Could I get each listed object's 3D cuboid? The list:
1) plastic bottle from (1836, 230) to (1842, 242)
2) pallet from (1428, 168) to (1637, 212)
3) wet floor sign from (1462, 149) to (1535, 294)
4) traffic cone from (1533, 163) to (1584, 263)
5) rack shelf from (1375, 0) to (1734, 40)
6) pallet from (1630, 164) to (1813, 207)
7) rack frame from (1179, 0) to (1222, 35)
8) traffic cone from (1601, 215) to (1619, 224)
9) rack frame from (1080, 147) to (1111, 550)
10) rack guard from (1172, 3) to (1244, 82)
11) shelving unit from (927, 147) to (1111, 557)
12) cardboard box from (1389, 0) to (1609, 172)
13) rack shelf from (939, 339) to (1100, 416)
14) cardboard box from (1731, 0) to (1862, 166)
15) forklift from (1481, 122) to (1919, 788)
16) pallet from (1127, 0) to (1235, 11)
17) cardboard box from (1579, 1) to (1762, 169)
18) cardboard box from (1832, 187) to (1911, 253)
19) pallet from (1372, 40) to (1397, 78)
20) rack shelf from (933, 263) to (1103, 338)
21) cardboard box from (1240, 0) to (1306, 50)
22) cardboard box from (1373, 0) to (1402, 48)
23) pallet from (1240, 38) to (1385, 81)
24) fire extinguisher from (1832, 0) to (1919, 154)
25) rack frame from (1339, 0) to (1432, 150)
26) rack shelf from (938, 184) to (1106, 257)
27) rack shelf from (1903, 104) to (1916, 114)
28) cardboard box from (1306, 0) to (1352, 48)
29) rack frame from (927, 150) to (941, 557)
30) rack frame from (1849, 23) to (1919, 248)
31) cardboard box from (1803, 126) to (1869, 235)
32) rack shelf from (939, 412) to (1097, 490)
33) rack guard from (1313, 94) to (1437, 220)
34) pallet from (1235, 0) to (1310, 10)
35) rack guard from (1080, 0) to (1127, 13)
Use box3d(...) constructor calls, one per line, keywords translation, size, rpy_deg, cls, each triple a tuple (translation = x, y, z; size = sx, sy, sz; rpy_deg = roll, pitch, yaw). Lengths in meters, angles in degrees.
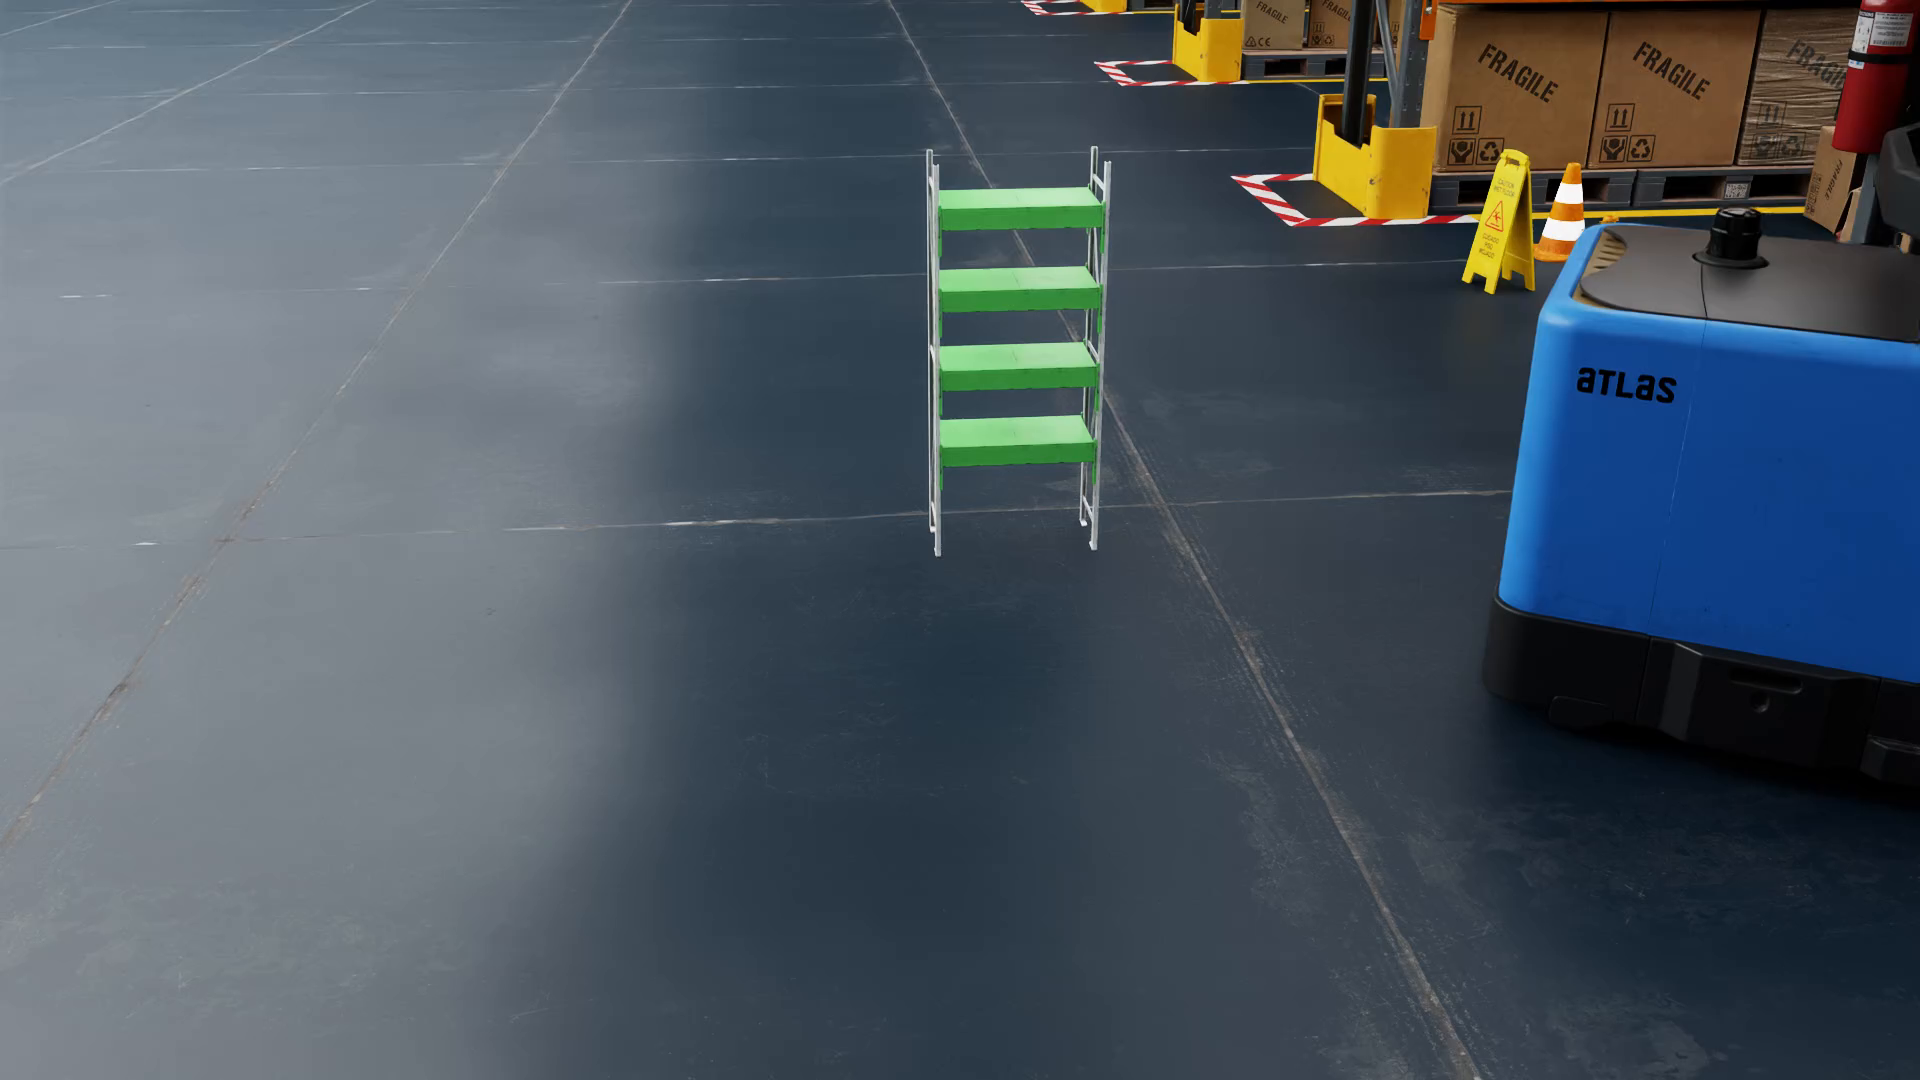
box3d(translation=(4.752, -1.565, 8.696), size=(0.133, 0.061, 0.283), rpy_deg=(-11, 26, -23), cls="plastic bottle")
box3d(translation=(3.212, -2.185, 9.905), size=(1.213, 0.211, 1.003), rpy_deg=(-2, 24, -5), cls="pallet")
box3d(translation=(2.589, -1.518, 7.871), size=(0.232, 0.644, 0.267), rpy_deg=(-6, 25, -14), cls="wet floor sign")
box3d(translation=(3.092, -1.683, 8.468), size=(0.334, 0.463, 0.336), rpy_deg=(-2, 24, -5), cls="traffic cone")
box3d(translation=(4.414, -3.147, 9.522), size=(4.000, 0.370, 1.077), rpy_deg=(-2, 24, -5), cls="rack shelf")
box3d(translation=(4.423, -2.232, 10.012), size=(1.213, 0.211, 1.003), rpy_deg=(-2, 24, -5), cls="pallet")
box3d(translation=(2.037, -5.404, 13.716), size=(0.127, 3.000, 1.000), rpy_deg=(-2, 24, -5), cls="rack frame")
box3d(translation=(2.864, -1.213, 7.410), size=(0.334, 0.463, 0.336), rpy_deg=(-2, 24, -5), cls="traffic cone")
box3d(translation=(0.408, -0.565, 5.043), size=(0.015, 1.200, 0.240), rpy_deg=(-2, 24, -5), cls="rack frame")
box3d(translation=(2.112, -4.265, 14.230), size=(0.348, 0.500, 1.175), rpy_deg=(-2, 24, -5), cls="rack guard")
box3d(translation=(0.165, -0.555, 5.021), size=(0.503, 1.200, 0.258), rpy_deg=(-2, 24, -5), cls="shelving unit")
box3d(translation=(3.092, -2.670, 9.663), size=(0.875, 0.875, 0.875), rpy_deg=(-2, 24, -5), cls="cardboard box")
box3d(translation=(0.165, -0.496, 5.047), size=(0.480, 0.148, 0.258), rpy_deg=(-2, 24, -5), cls="rack shelf")
box3d(translation=(4.875, -2.742, 9.824), size=(0.875, 0.875, 0.875), rpy_deg=(-2, 24, -5), cls="cardboard box")
box3d(translation=(2.895, -0.821, 3.488), size=(3.031, 2.935, 1.130), rpy_deg=(11, 26, 23), cls="forklift")
box3d(translation=(2.430, -6.184, 18.904), size=(1.213, 0.211, 1.003), rpy_deg=(-2, 24, -5), cls="pallet")
box3d(translation=(3.967, -2.706, 9.744), size=(0.875, 0.875, 0.875), rpy_deg=(-3, 24, -6), cls="cardboard box")
box3d(translation=(4.510, -1.351, 7.671), size=(0.797, 0.503, 0.637), rpy_deg=(22, 32, 40), cls="cardboard box")
box3d(translation=(4.136, -4.199, 14.436), size=(1.213, 0.211, 1.003), rpy_deg=(-2, 24, -5), cls="pallet")
box3d(translation=(0.165, -0.716, 4.950), size=(0.480, 0.148, 0.258), rpy_deg=(-2, 24, -5), cls="rack shelf")
box3d(translation=(2.660, -4.472, 14.179), size=(0.500, 0.500, 0.500), rpy_deg=(2, 24, 5), cls="cardboard box")
box3d(translation=(3.876, -4.527, 14.303), size=(0.500, 0.500, 0.500), rpy_deg=(0, 24, 0), cls="cardboard box")
box3d(translation=(2.924, -4.151, 14.330), size=(1.213, 0.211, 1.003), rpy_deg=(-2, 24, -5), cls="pallet")
box3d(translation=(2.852, -1.545, 5.128), size=(0.183, 0.674, 0.296), rpy_deg=(-2, 24, -5), cls="fire extinguisher")
box3d(translation=(2.424, -3.395, 9.196), size=(0.127, 3.000, 1.000), rpy_deg=(-2, 24, -5), cls="rack frame")
box3d(translation=(0.165, -0.935, 4.852), size=(0.480, 0.148, 0.258), rpy_deg=(-2, 24, -5), cls="rack shelf")
box3d(translation=(5.001, -1.150, 5.030), size=(4.000, 0.370, 1.077), rpy_deg=(-2, 24, -5), cls="rack shelf")
box3d(translation=(3.251, -4.510, 14.264), size=(0.500, 0.500, 0.500), rpy_deg=(4, 24, 9), cls="cardboard box")
box3d(translation=(-0.078, -0.545, 4.999), size=(0.015, 1.200, 0.240), rpy_deg=(-2, 24, -5), cls="rack frame")
box3d(translation=(3.011, -1.399, 4.704), size=(0.127, 3.000, 1.000), rpy_deg=(-2, 24, -5), cls="rack frame")
box3d(translation=(4.960, -1.937, 8.990), size=(0.500, 0.500, 0.500), rpy_deg=(2, 24, 4), cls="cardboard box")
box3d(translation=(0.165, -0.277, 5.145), size=(0.480, 0.148, 0.258), rpy_deg=(-2, 24, -5), cls="rack shelf")
box3d(translation=(2.400, -2.252, 9.702), size=(0.348, 0.500, 1.175), rpy_deg=(-2, 24, -5), cls="rack guard")
box3d(translation=(3.641, -6.232, 19.011), size=(1.213, 0.211, 1.003), rpy_deg=(-2, 24, -5), cls="pallet")
box3d(translation=(1.621, -6.286, 18.777), size=(0.348, 0.500, 1.175), rpy_deg=(-2, 24, -5), cls="rack guard")
